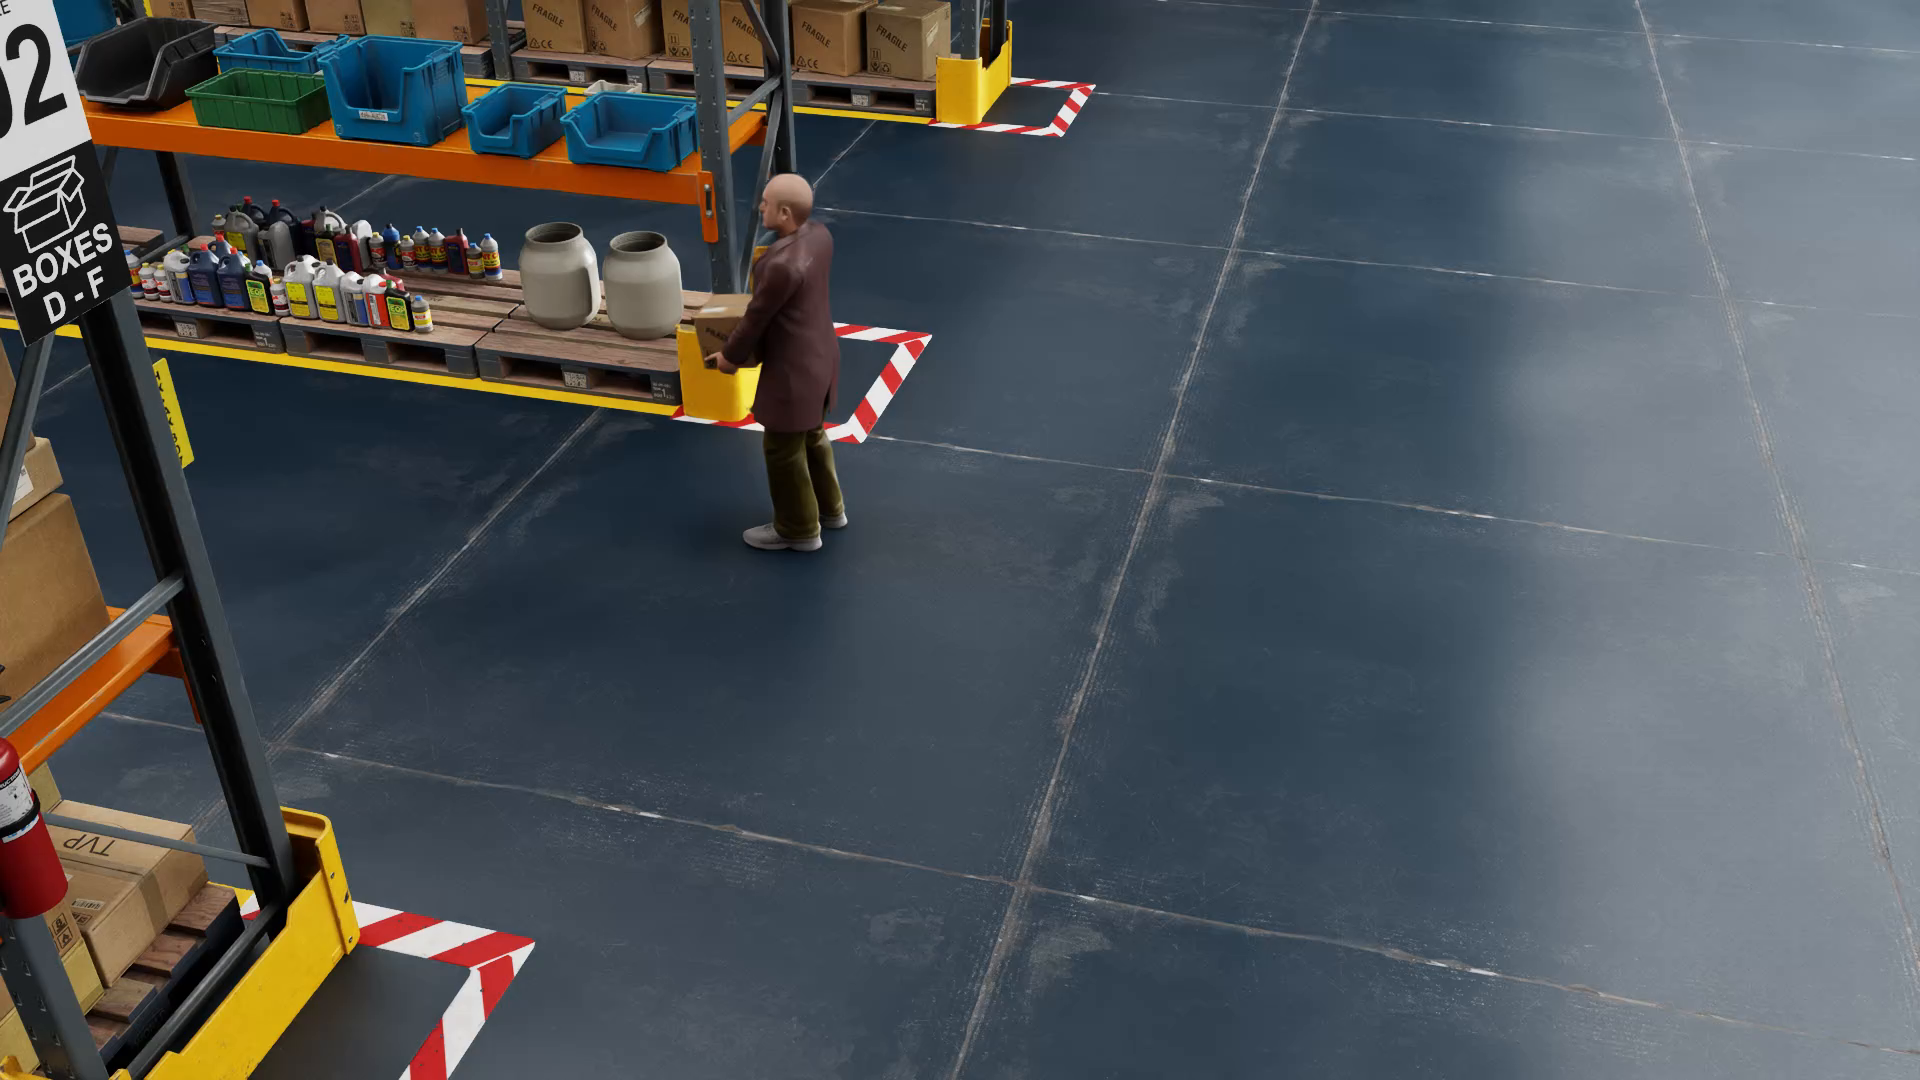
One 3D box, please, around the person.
[{"bbox_3d":[-0.821,-0.780,7.384,0.559,1.780,0.527,8,33,12],"label":"person"}]
